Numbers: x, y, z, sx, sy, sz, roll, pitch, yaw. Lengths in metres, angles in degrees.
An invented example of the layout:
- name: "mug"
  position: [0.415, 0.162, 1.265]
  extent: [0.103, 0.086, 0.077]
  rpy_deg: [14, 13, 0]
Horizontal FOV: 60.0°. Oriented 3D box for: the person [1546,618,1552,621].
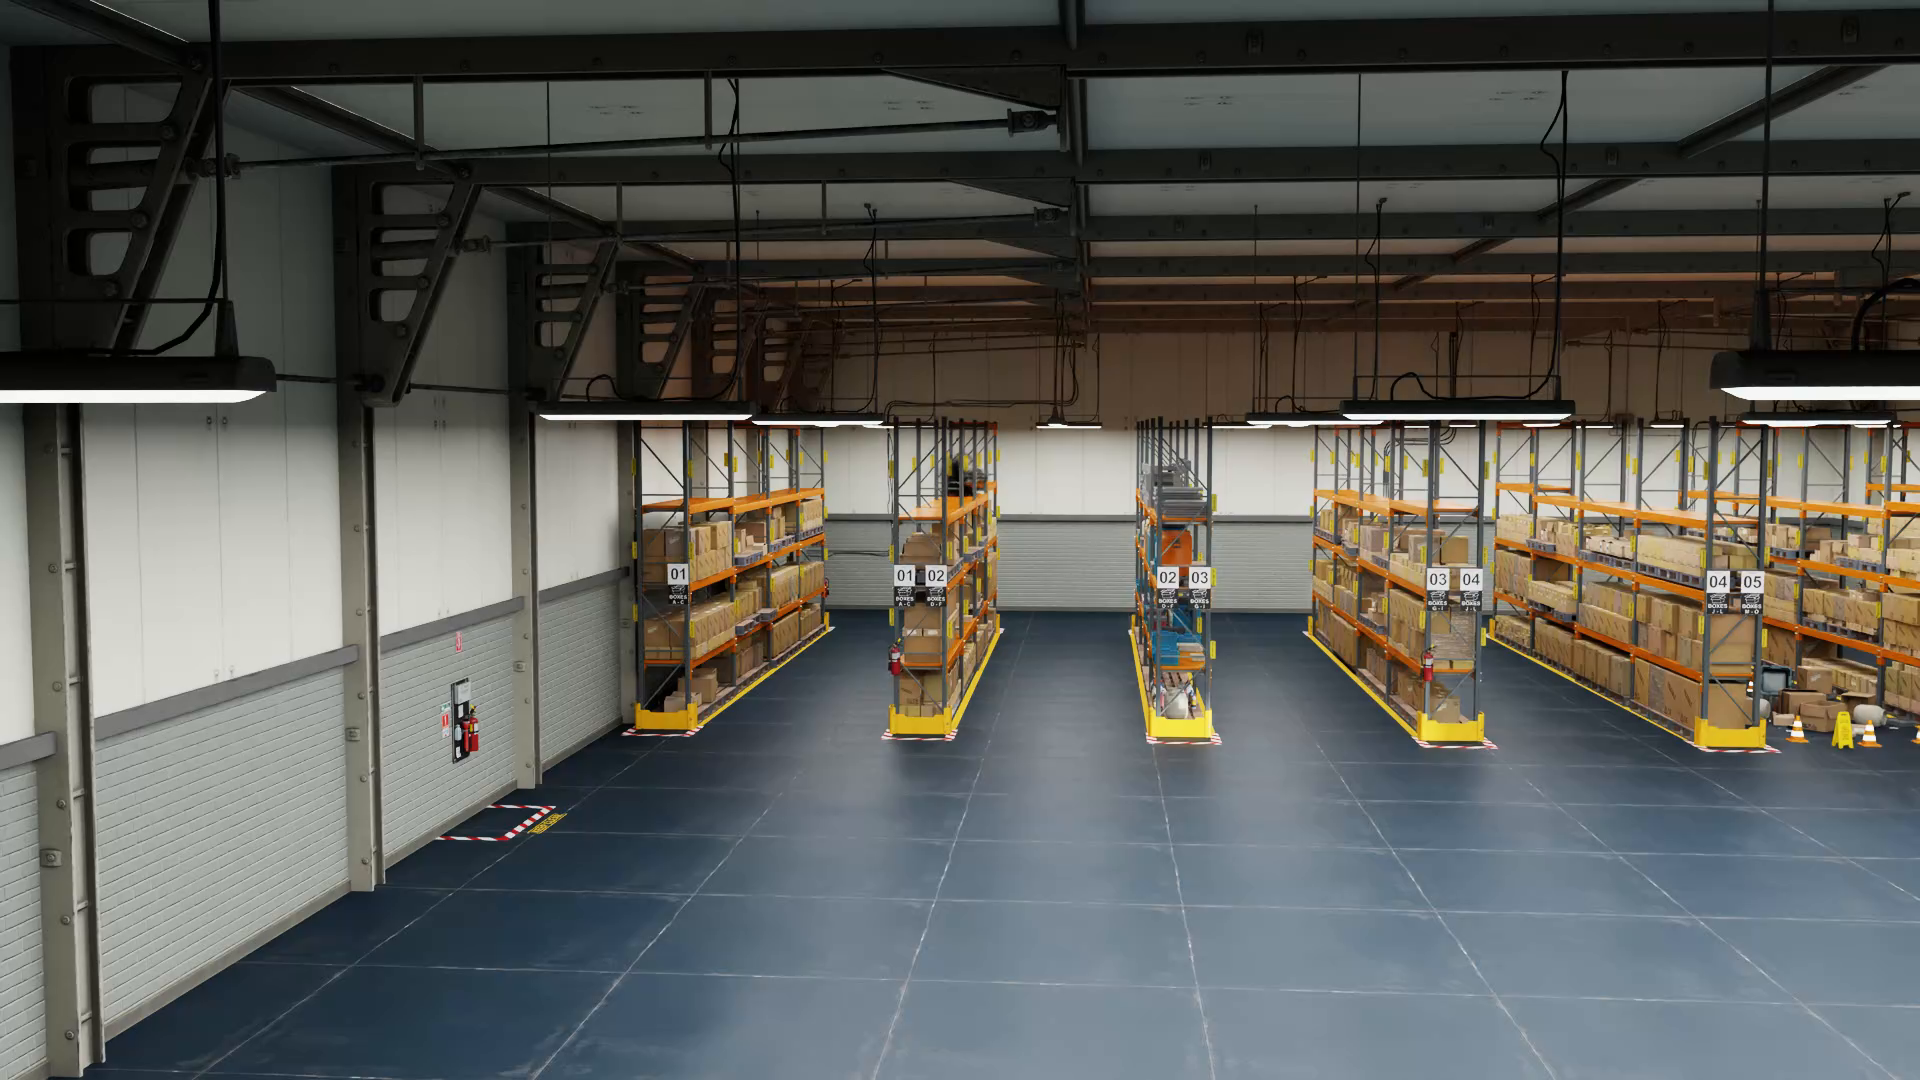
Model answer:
- name: "person"
  position: [17.019, 1.810, 47.418]
  extent: [0.770, 1.693, 0.567]
  rpy_deg: [1, 4, 9]
